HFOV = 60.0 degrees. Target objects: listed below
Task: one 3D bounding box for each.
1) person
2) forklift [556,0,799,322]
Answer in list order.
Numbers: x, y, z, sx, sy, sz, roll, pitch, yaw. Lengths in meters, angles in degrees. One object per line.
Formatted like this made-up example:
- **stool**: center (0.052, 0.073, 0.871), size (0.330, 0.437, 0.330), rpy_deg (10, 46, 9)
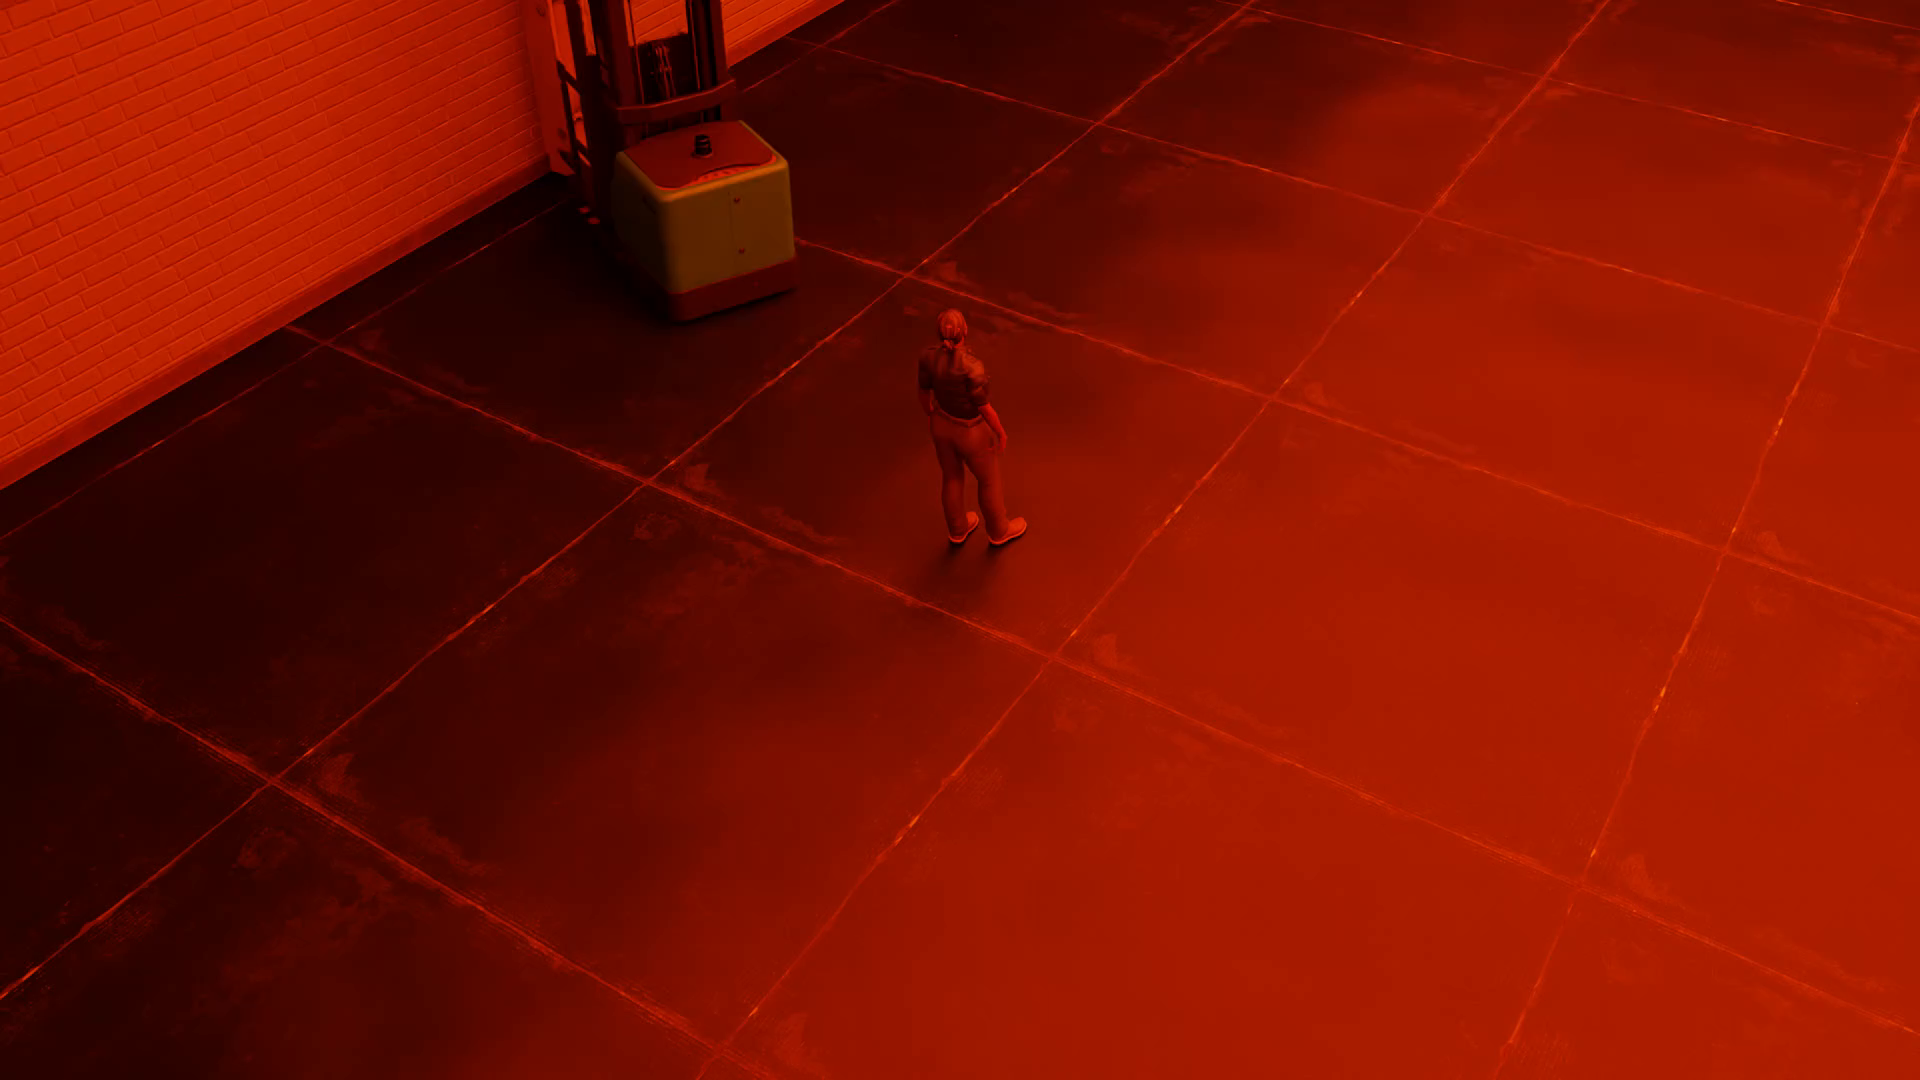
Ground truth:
- **person**: center (0.063, -0.673, 9.747), size (0.570, 1.644, 0.503), rpy_deg (22, 45, 24)
- **forklift**: center (-2.391, -3.622, 12.241), size (1.130, 2.935, 3.031), rpy_deg (-21, 45, -23)
